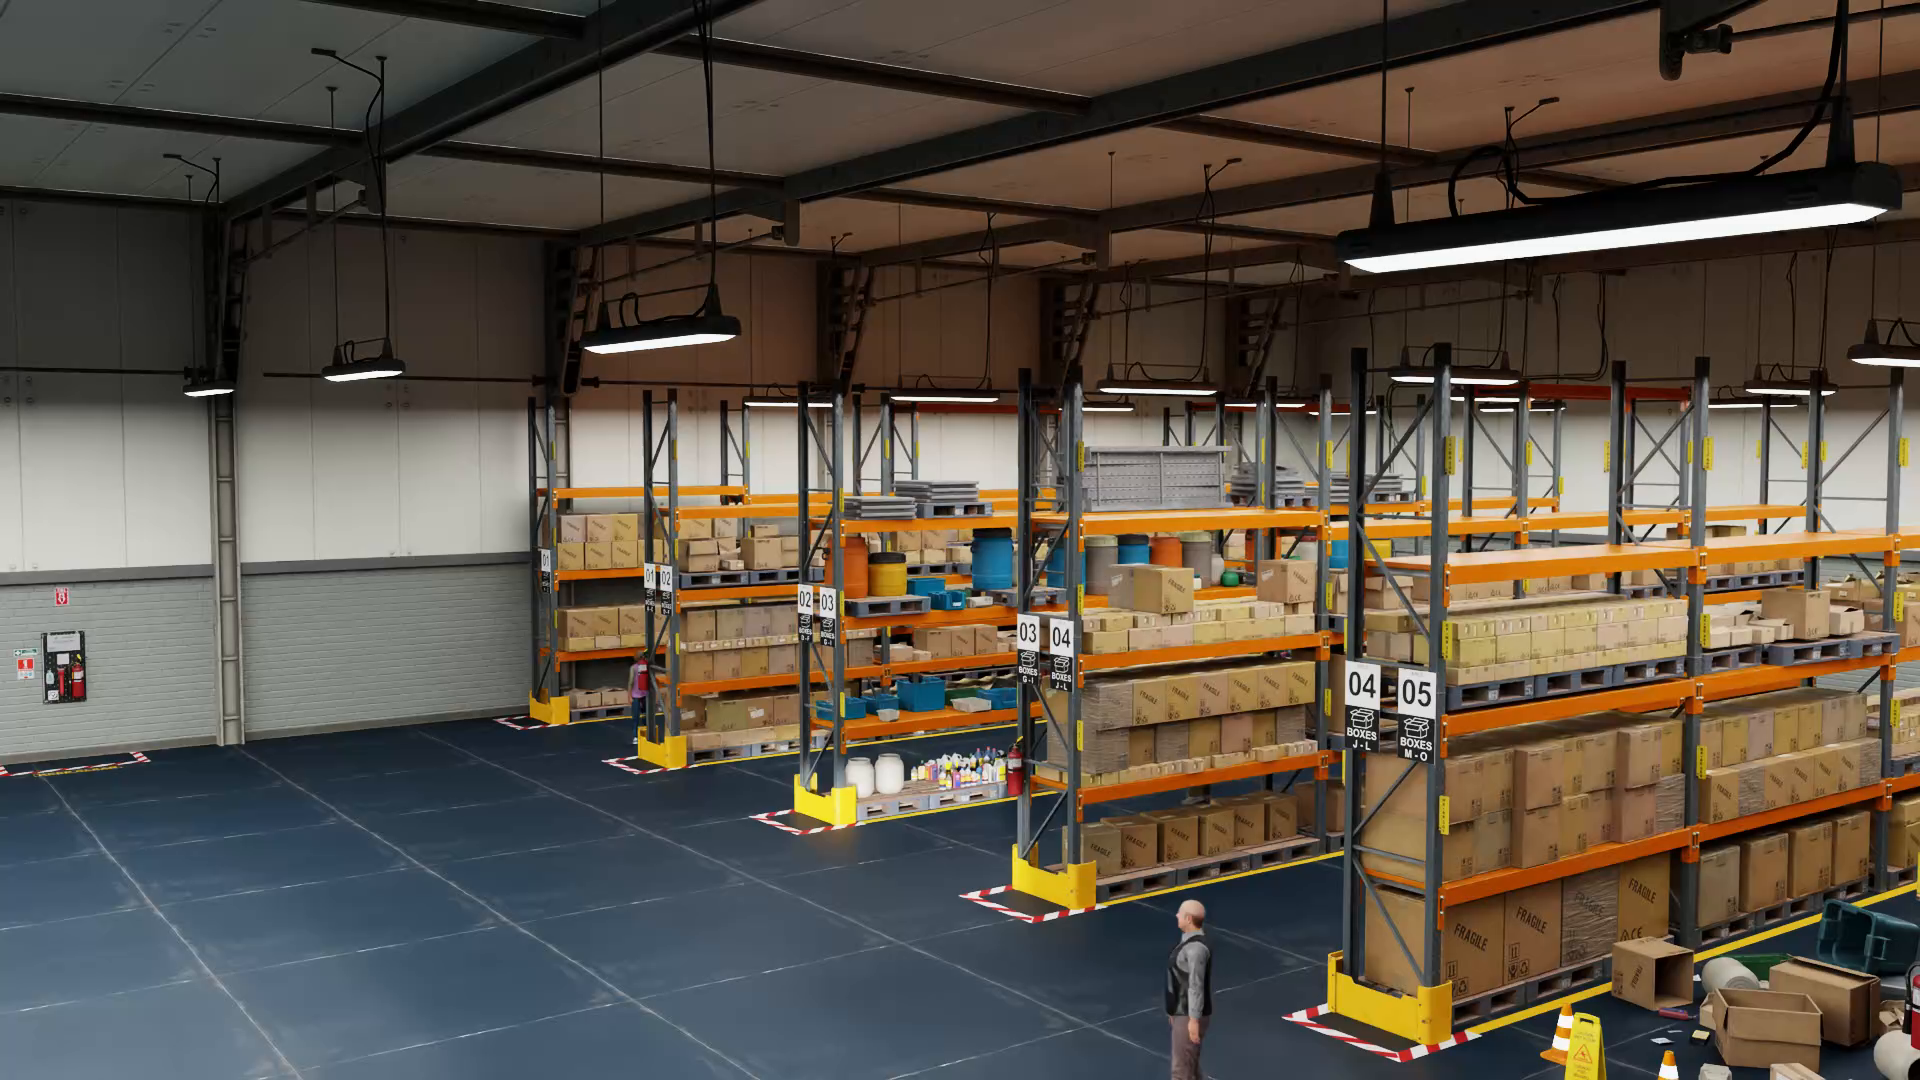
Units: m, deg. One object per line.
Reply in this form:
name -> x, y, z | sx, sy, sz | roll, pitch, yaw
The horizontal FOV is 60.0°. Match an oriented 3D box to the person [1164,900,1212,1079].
person -> 1.657, 3.568, 12.431 | 0.449, 1.729, 0.619 | 0, 3, 5

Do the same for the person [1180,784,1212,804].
person -> 3.398, 2.877, 23.902 | 0.391, 1.835, 0.581 | 2, 4, 33

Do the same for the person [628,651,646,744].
person -> -5.465, 2.765, 28.451 | 0.356, 1.532, 0.470 | 3, 5, 43
